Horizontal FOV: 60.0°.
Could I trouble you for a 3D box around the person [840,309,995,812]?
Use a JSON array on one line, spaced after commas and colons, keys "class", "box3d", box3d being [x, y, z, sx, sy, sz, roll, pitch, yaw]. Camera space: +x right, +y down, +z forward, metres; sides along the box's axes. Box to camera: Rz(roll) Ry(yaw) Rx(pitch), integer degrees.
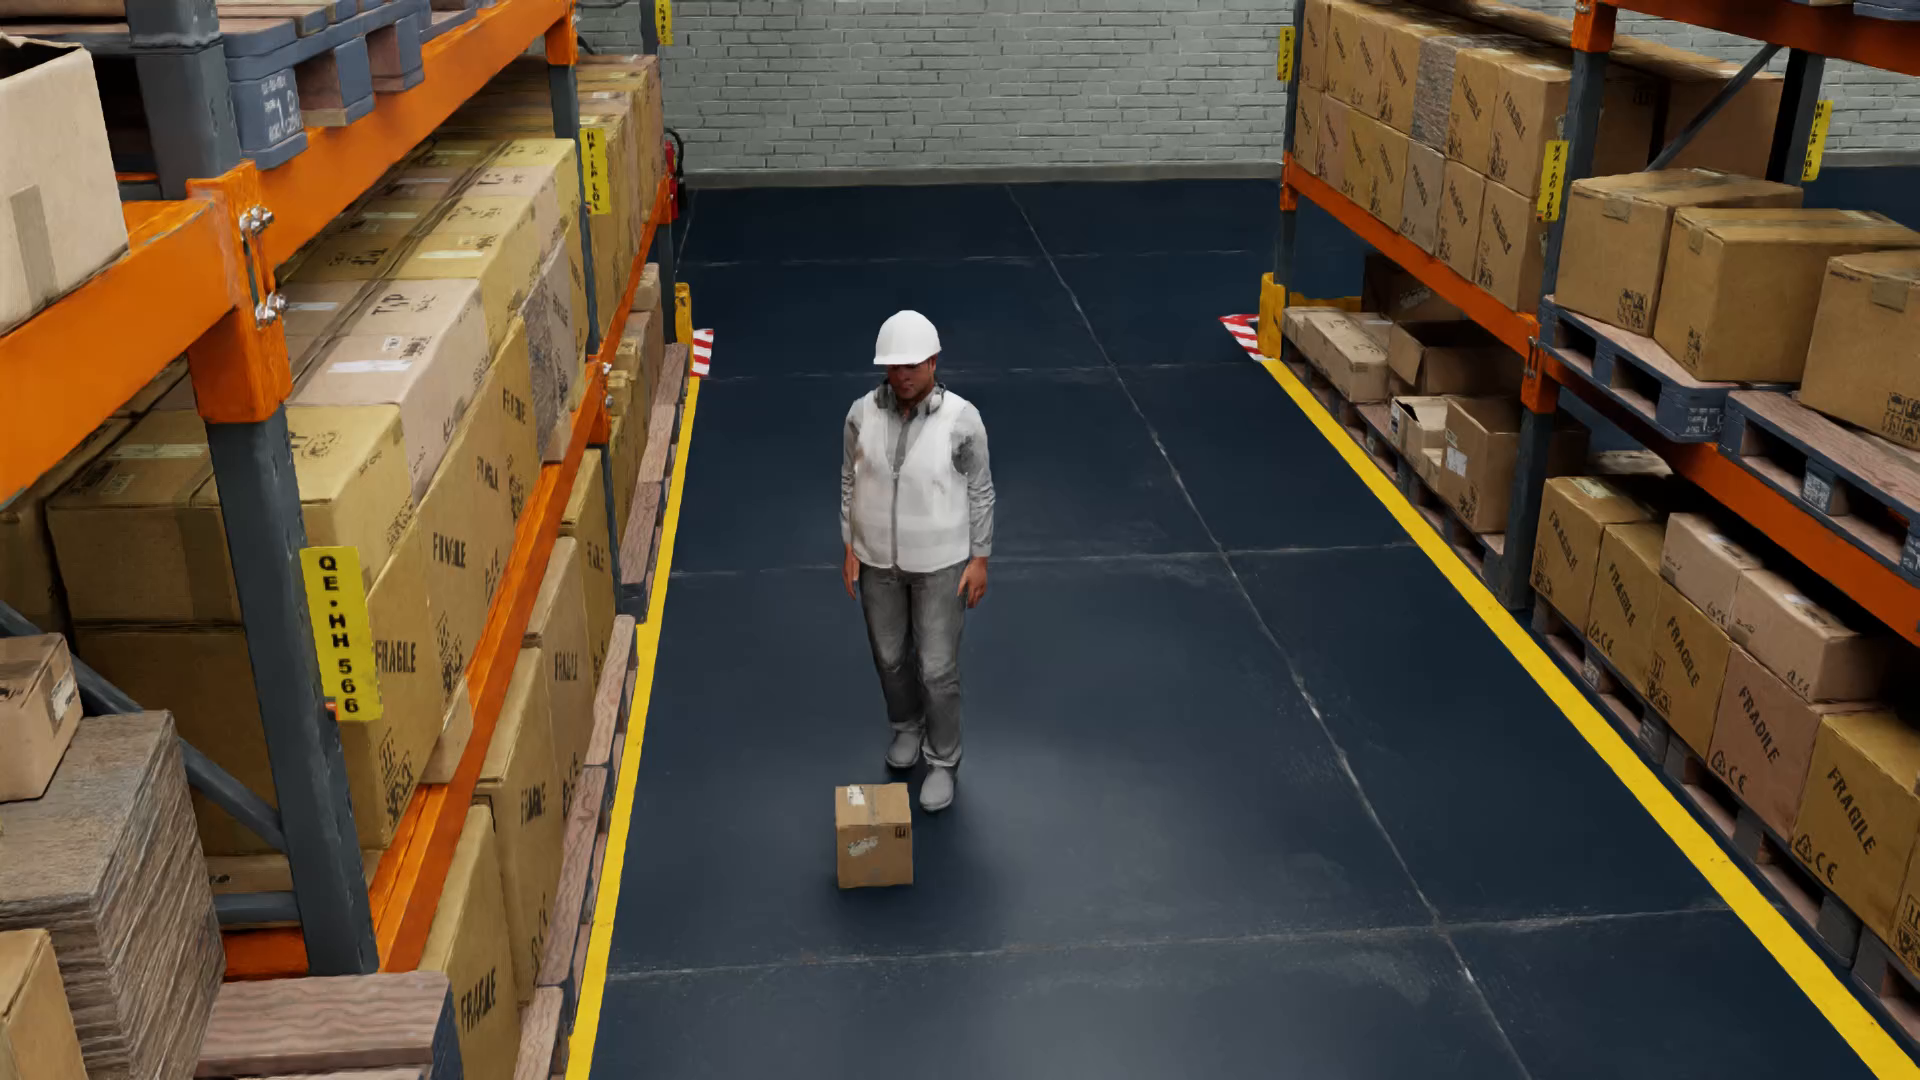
[{"class": "person", "box3d": [-0.167, 0.061, 5.904, 0.557, 1.775, 0.530, 7, 24, 15]}]
